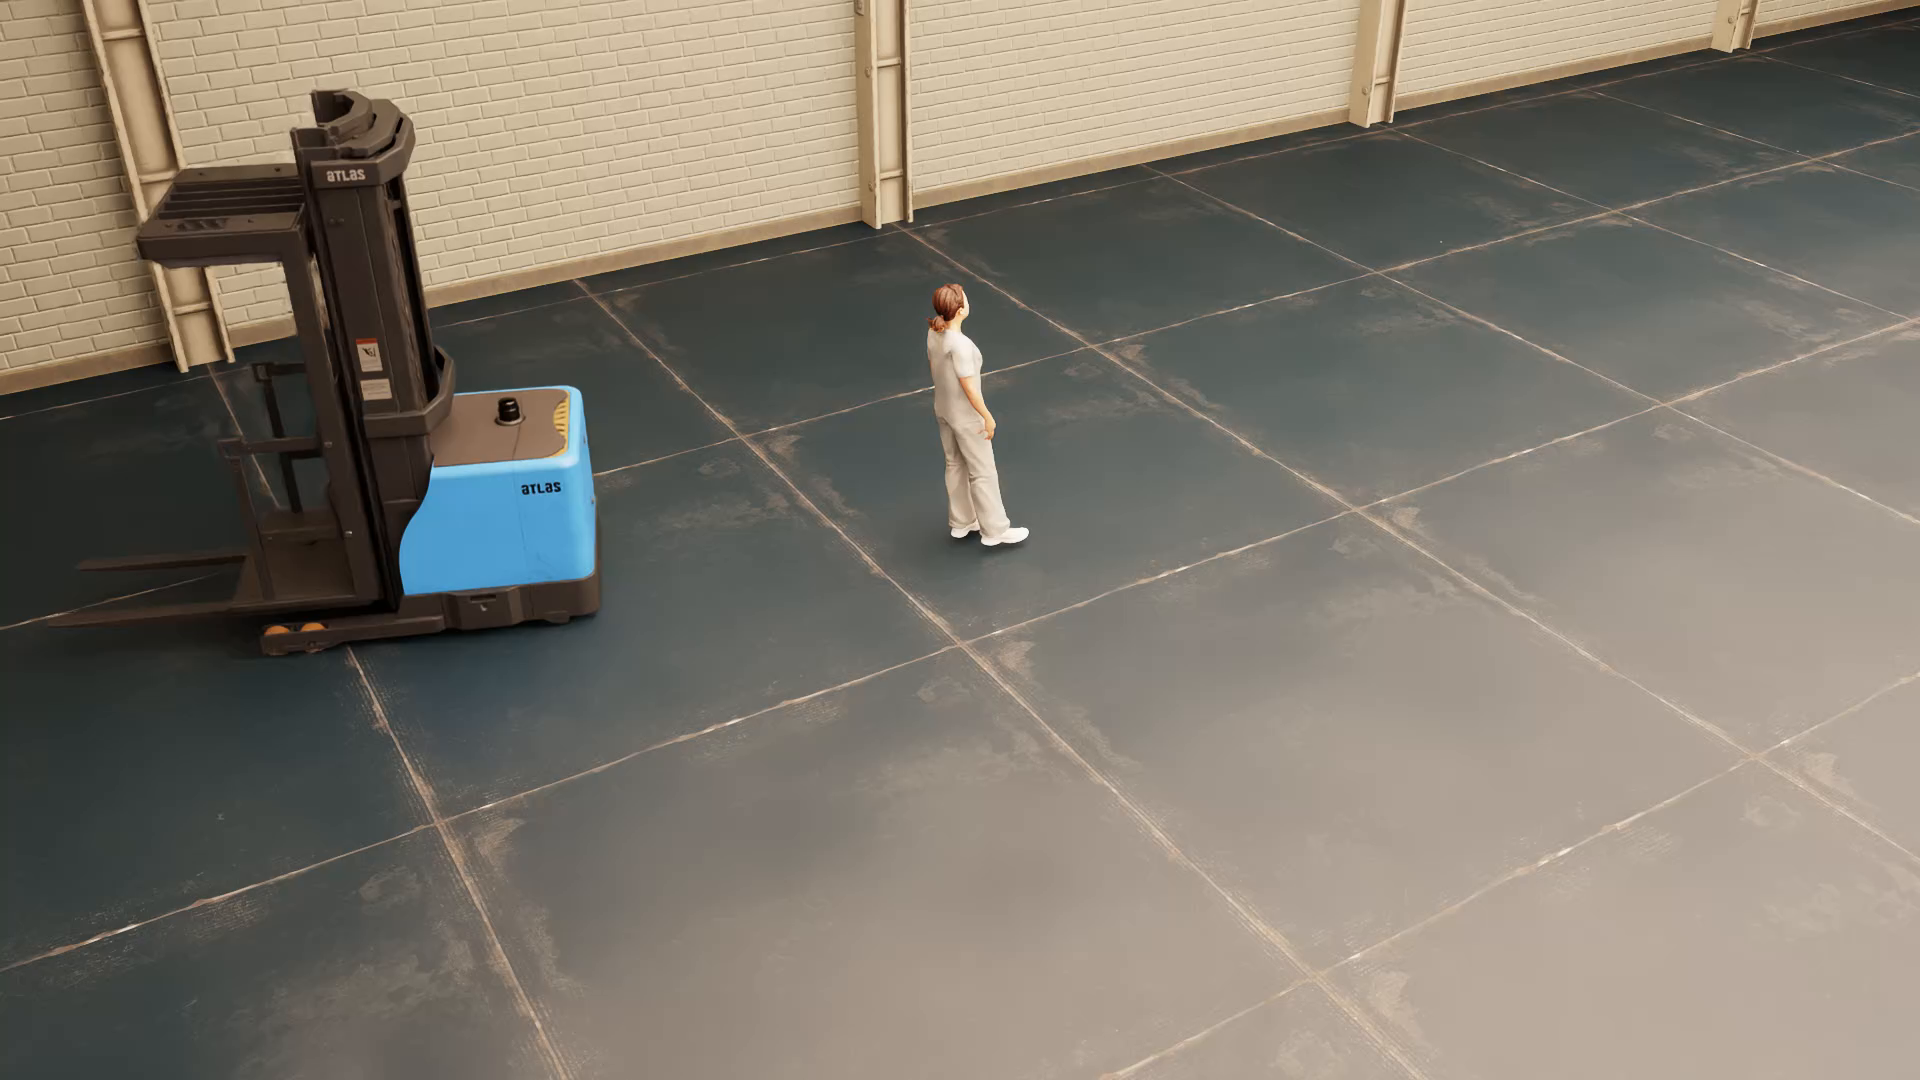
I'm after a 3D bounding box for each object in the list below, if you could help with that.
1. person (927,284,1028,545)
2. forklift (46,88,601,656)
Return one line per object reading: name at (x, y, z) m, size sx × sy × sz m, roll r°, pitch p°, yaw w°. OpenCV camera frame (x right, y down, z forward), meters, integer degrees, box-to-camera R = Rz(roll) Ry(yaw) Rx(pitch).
person at (0.070, -0.773, 10.067) m, size 0.549 × 1.675 × 0.549 m, roll -17°, pitch 35°, yaw -26°
forklift at (-3.668, -0.896, 9.143) m, size 3.031 × 2.935 × 1.130 m, roll -5°, pitch 31°, yaw -9°
